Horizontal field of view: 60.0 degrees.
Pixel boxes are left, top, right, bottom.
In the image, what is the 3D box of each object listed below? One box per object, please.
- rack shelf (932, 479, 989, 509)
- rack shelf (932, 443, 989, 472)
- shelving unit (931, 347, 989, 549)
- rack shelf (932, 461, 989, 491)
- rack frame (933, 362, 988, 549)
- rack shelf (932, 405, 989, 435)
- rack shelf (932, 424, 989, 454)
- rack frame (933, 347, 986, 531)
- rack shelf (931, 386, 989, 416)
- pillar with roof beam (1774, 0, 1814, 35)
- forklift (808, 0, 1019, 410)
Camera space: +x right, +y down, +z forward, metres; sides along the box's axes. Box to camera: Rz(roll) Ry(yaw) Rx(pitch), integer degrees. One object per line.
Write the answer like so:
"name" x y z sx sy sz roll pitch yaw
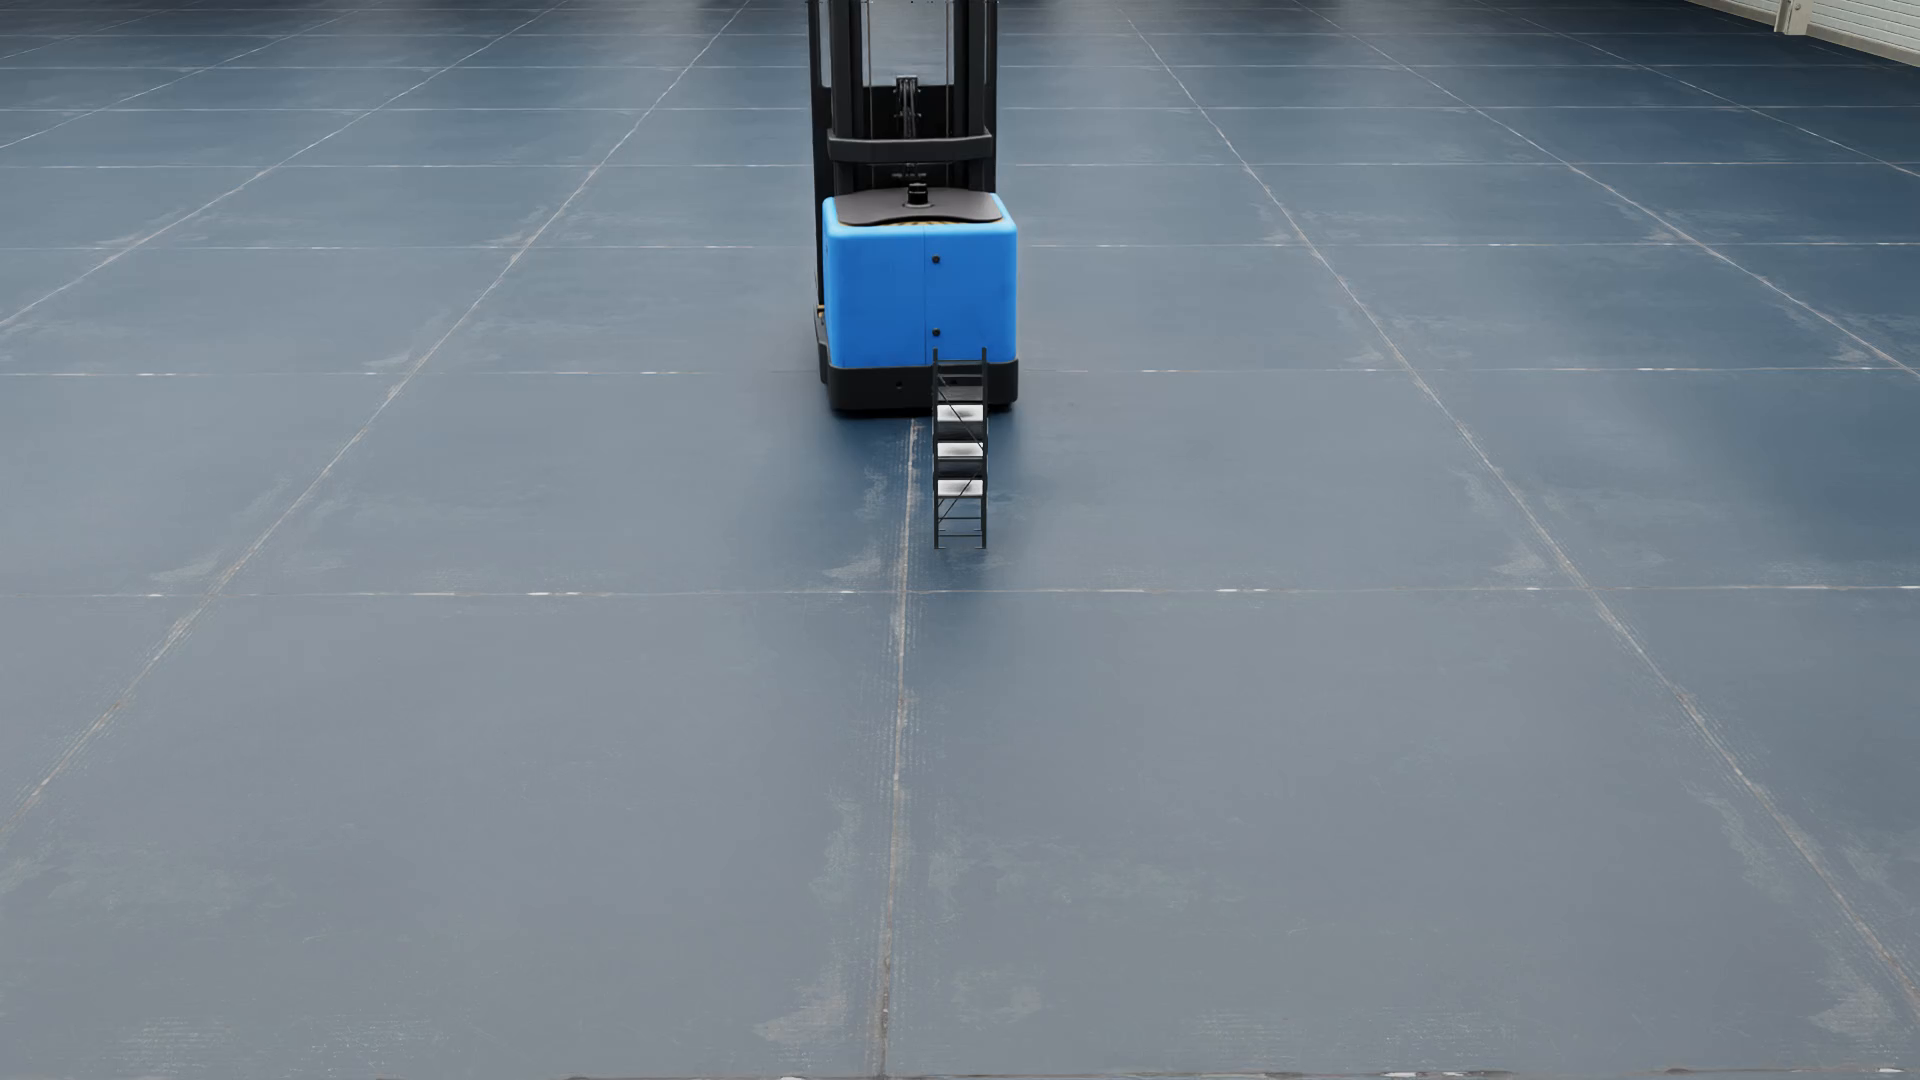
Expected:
"rack shelf" 0.000 -0.219 7.660 0.258 0.077 0.200 0 24 -1
"rack shelf" 0.000 -0.383 7.586 0.258 0.077 0.200 0 24 -1
"shelving unit" 0.000 -0.413 7.572 0.258 0.900 0.210 0 24 -1
"rack shelf" 0.000 -0.301 7.623 0.258 0.077 0.200 0 24 -1
"rack frame" 0.001 -0.371 7.479 0.240 0.900 0.006 0 24 -1
"rack shelf" 0.000 -0.547 7.512 0.258 0.077 0.200 0 24 -1
"rack shelf" 0.000 -0.465 7.549 0.258 0.077 0.200 0 24 -1
"rack frame" -0.001 -0.455 7.665 0.240 0.900 0.006 0 24 -1
"rack shelf" 0.000 -0.629 7.474 0.258 0.077 0.200 0 24 -1
"pillar with roof beam" 7.571 -11.328 21.876 9.100 9.000 0.400 0 24 -1
"forklift" -0.357 -2.624 9.995 1.130 2.935 3.031 -3 24 -6
